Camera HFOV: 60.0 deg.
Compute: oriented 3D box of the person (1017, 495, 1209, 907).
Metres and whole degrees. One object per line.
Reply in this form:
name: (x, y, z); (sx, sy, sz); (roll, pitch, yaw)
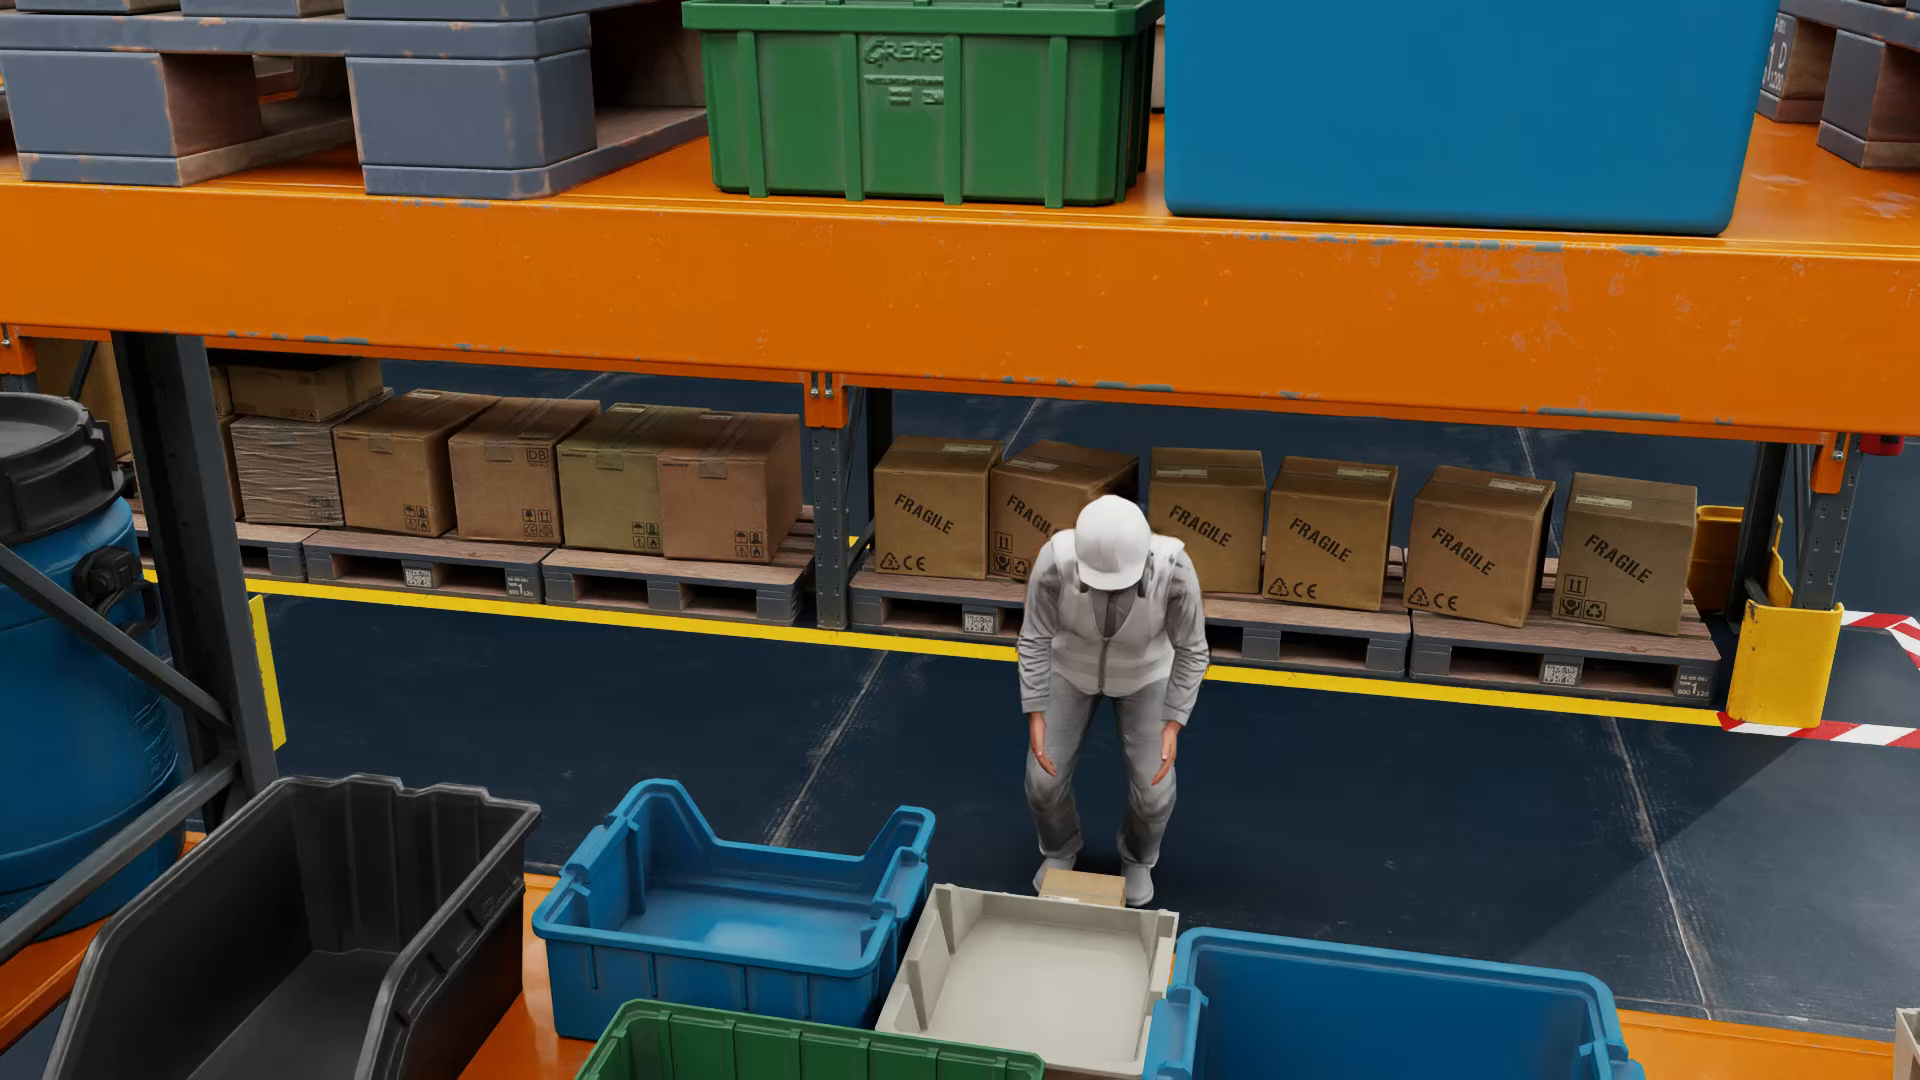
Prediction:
person: (0.483, 0.478, 5.242); (0.591, 1.478, 0.734); (4, 22, 11)
